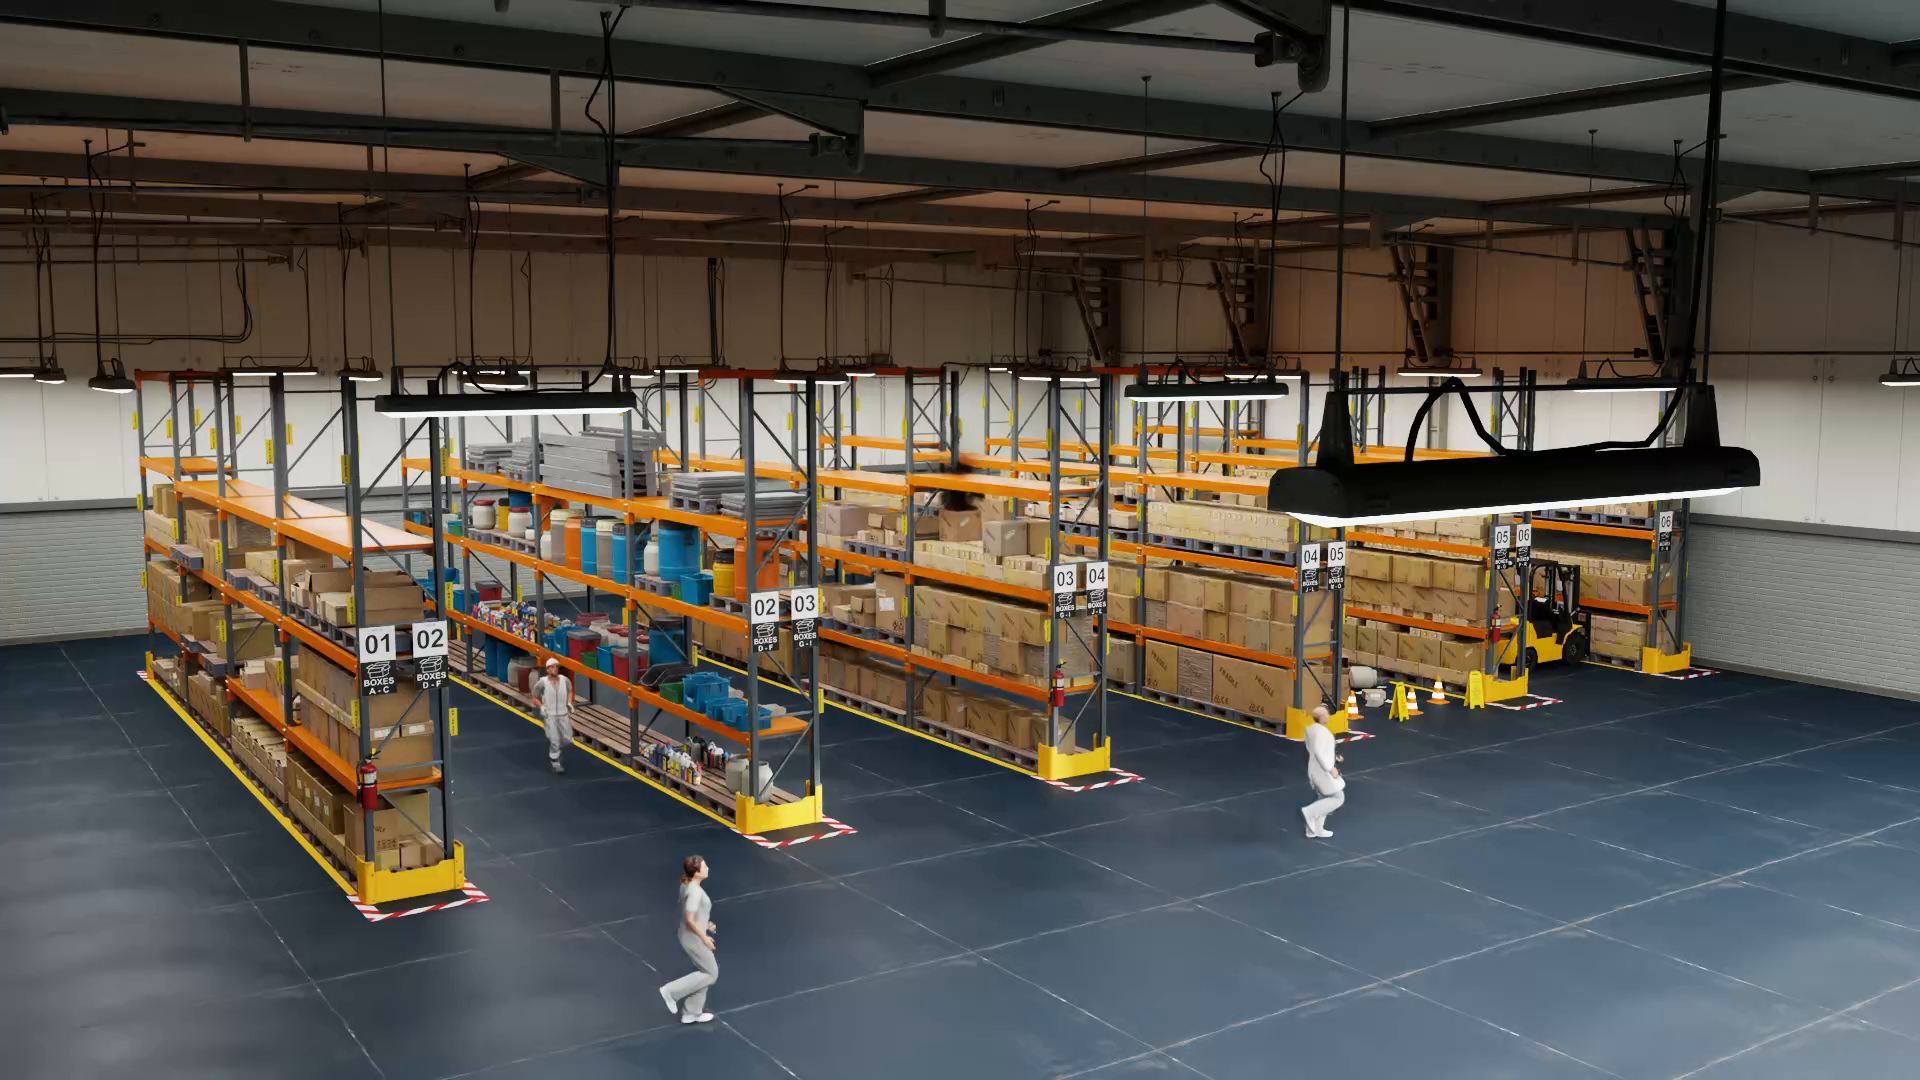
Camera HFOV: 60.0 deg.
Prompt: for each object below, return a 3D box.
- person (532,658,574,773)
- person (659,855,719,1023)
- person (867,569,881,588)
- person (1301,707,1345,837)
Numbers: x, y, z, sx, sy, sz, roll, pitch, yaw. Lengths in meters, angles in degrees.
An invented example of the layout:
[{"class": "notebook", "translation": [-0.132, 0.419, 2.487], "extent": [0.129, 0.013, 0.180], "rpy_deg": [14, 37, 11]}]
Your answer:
[{"class": "person", "translation": [-6.111, 2.637, 25.078], "extent": [0.636, 1.741, 0.586], "rpy_deg": [-4, 8, -31]}, {"class": "person", "translation": [-2.558, 3.772, 15.687], "extent": [0.602, 1.619, 0.548], "rpy_deg": [-2, 7, -20]}, {"class": "person", "translation": [-1.777, 1.453, 35.632], "extent": [0.614, 1.674, 0.938], "rpy_deg": [-5, 8, -38]}, {"class": "person", "translation": [4.733, 3.070, 21.697], "extent": [0.633, 1.650, 0.707], "rpy_deg": [-1, 7, -10]}]
